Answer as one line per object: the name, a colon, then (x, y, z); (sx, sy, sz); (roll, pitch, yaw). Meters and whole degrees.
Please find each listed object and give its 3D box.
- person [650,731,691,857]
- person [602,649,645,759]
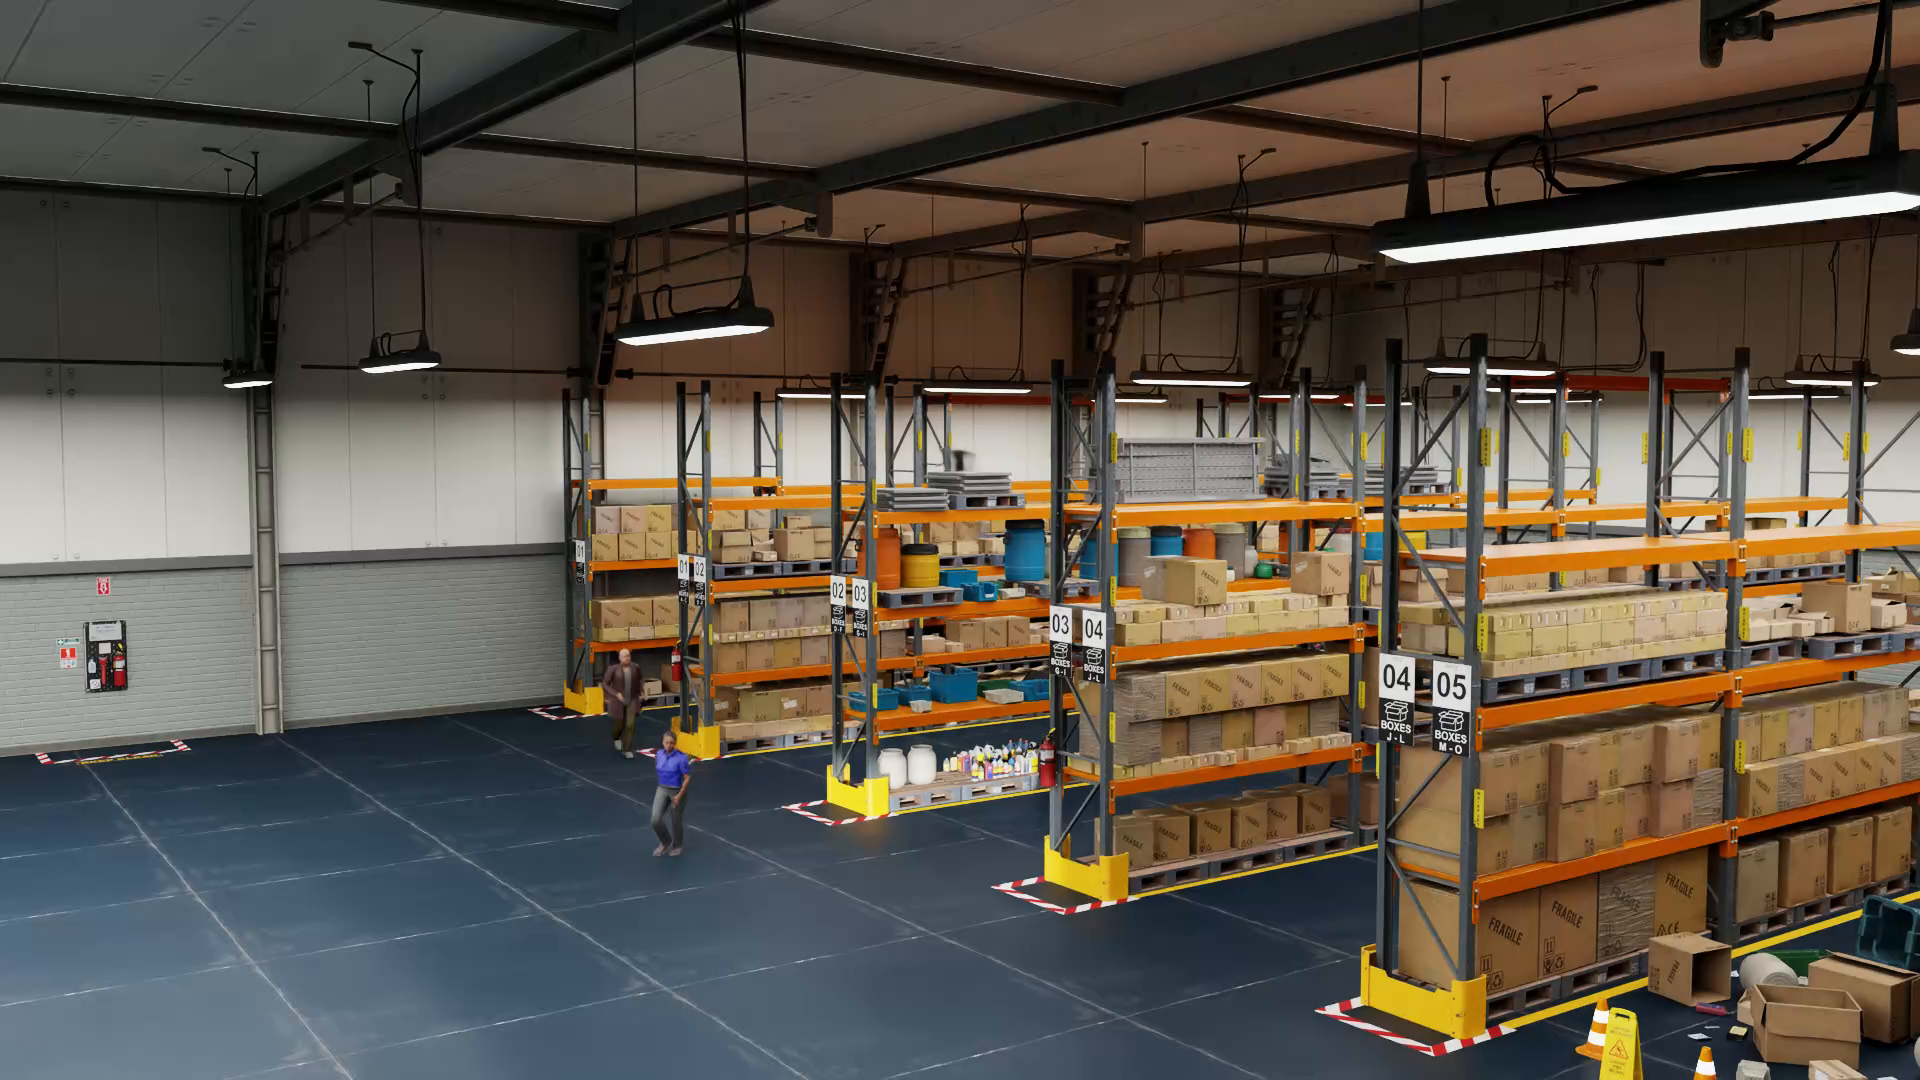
person: (-3.459, 3.075, 20.070); (0.528, 1.581, 0.740); (1, 4, 12)
person: (-5.413, 2.591, 26.659); (0.700, 1.738, 0.901); (-2, 4, -24)
